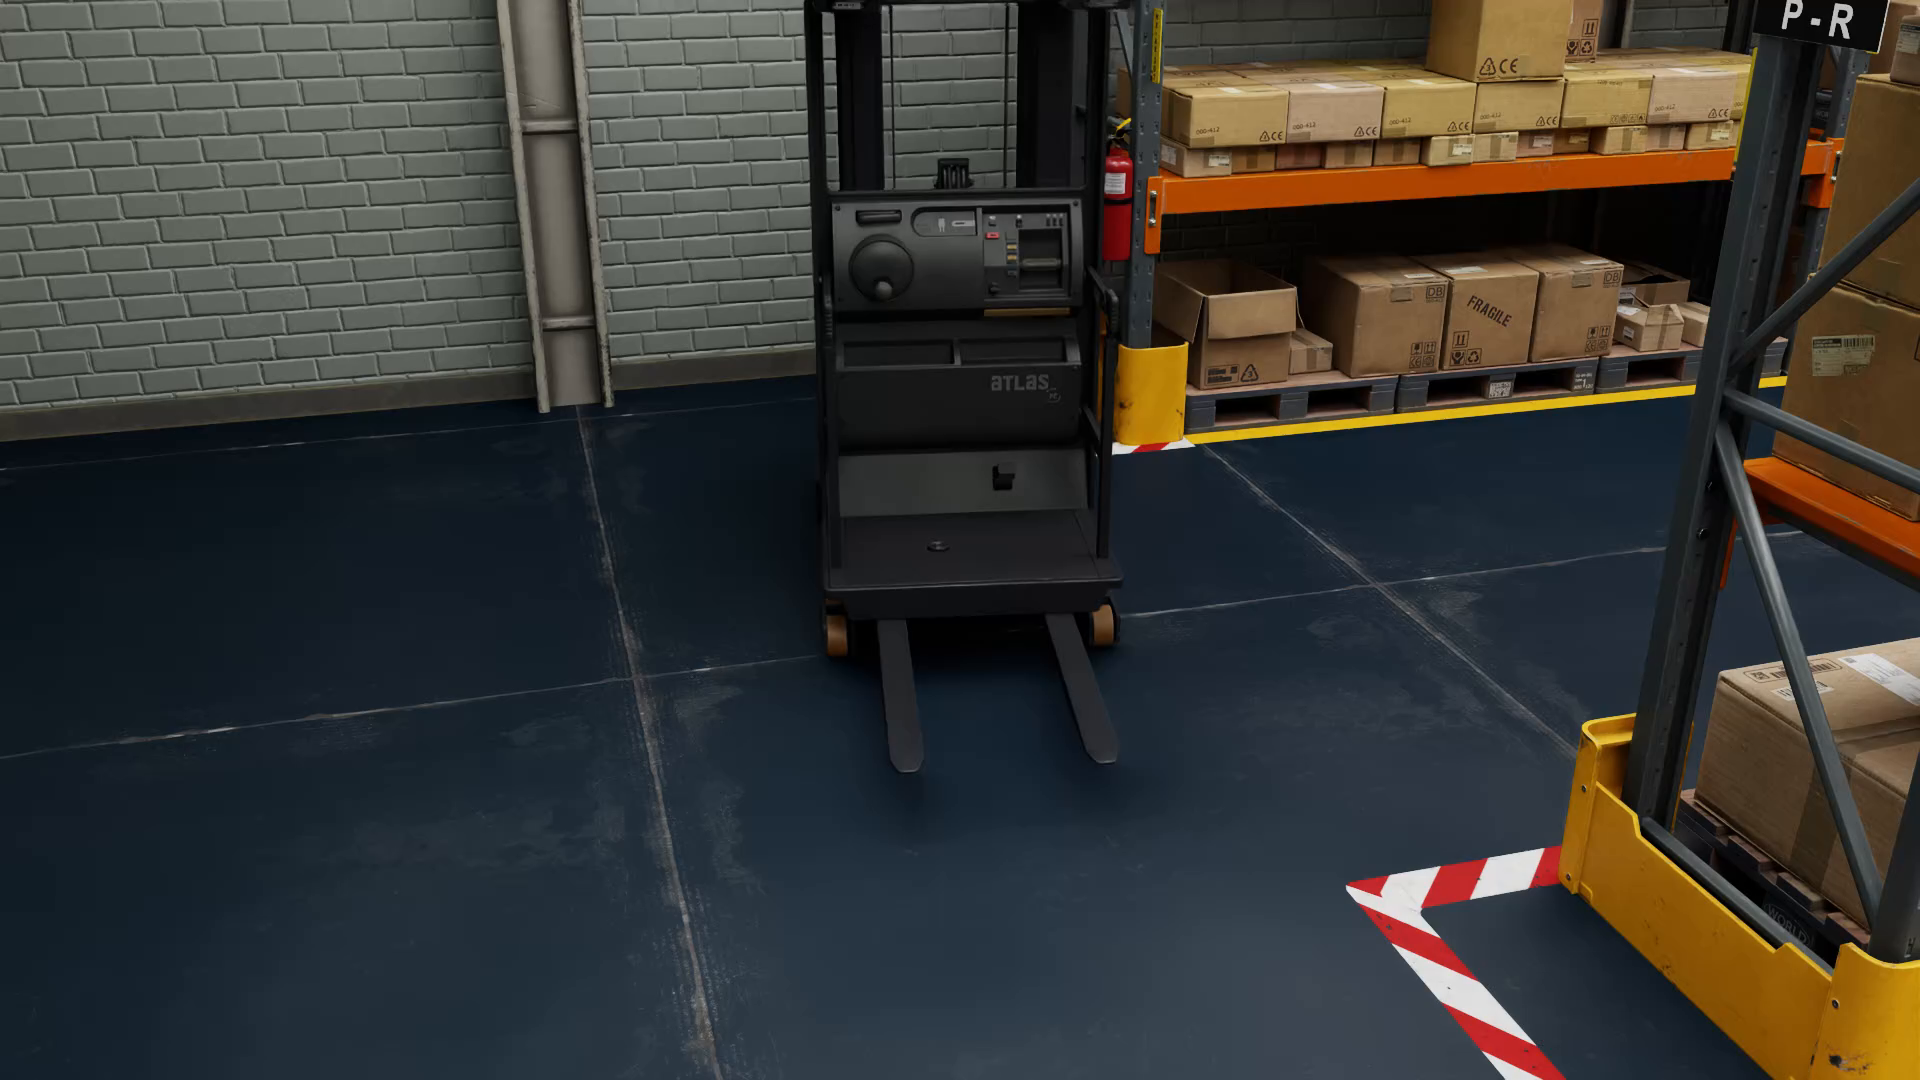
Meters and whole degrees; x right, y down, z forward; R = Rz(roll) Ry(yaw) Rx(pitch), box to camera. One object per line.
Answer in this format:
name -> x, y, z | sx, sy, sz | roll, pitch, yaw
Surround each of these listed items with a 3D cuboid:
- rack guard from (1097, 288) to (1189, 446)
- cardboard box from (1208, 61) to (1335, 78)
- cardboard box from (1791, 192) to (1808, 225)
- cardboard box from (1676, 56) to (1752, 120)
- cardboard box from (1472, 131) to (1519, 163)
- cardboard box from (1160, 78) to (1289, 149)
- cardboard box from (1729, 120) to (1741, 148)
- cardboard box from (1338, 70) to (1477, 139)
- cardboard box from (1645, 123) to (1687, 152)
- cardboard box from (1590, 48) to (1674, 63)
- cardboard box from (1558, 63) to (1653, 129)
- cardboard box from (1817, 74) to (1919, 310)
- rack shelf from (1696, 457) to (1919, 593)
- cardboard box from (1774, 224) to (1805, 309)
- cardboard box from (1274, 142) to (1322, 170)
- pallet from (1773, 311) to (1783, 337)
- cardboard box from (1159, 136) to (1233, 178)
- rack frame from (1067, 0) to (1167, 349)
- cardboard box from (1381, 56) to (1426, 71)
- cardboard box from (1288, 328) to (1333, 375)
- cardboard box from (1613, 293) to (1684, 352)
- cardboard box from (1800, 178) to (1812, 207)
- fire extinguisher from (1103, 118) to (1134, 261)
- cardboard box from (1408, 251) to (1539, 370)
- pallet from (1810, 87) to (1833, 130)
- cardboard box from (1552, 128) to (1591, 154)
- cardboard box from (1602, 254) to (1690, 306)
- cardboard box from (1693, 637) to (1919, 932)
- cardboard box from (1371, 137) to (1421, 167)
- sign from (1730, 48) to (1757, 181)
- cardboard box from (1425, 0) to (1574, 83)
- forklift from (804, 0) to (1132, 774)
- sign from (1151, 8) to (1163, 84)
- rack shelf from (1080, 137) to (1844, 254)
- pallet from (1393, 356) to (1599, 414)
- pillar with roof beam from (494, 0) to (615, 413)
rack guard -> 0.828, -0.937, 8.799 | 0.348, 0.500, 1.175 | -6, 24, -14
cardboard box -> 1.623, -2.349, 8.734 | 0.500, 0.250, 0.500 | -6, 24, -14
cardboard box -> 4.882, -1.994, 9.908 | 0.250, 0.149, 0.380 | -7, 24, -16
cardboard box -> 4.182, -2.424, 8.909 | 0.500, 0.250, 0.500 | -6, 24, -13
cardboard box -> 2.647, -2.047, 8.534 | 0.250, 0.149, 0.380 | -6, 24, -13
cardboard box -> 1.264, -2.091, 8.132 | 0.500, 0.250, 0.500 | -6, 24, -14
cardboard box -> 4.122, -2.222, 8.943 | 0.250, 0.149, 0.380 | -6, 24, -13
cardboard box -> 2.237, -2.200, 8.386 | 0.500, 0.250, 0.500 | -7, 24, -15
cardboard box -> 3.619, -2.167, 8.816 | 0.250, 0.149, 0.380 | -6, 24, -13
cardboard box -> 3.575, -2.565, 9.236 | 0.500, 0.250, 0.500 | -7, 24, -15
cardboard box -> 3.219, -2.317, 8.659 | 0.500, 0.250, 0.500 | -6, 24, -15
cardboard box -> 2.499, -0.840, 4.009 | 0.500, 0.500, 0.500 | -6, 24, -13
rack shelf -> 4.025, -0.075, 4.534 | 4.000, 0.370, 1.077 | -6, 24, -14
cardboard box -> 4.999, -1.712, 10.073 | 0.500, 0.500, 0.500 | -6, 24, -15
cardboard box -> 1.621, -1.978, 8.375 | 0.250, 0.149, 0.380 | -7, 24, -15
pallet -> 5.379, -1.323, 10.065 | 1.213, 0.211, 1.003 | -6, 24, -14
cardboard box -> 1.145, -1.893, 8.175 | 0.250, 0.149, 0.380 | -6, 24, -15
rack frame -> 0.755, -2.077, 8.287 | 0.127, 3.000, 1.000 | -6, 24, -14
cardboard box -> 2.604, -2.456, 8.982 | 0.500, 0.250, 0.500 | -6, 24, -14
cardboard box -> 1.789, -1.020, 8.905 | 0.250, 0.149, 0.380 | -7, 24, -16
cardboard box -> 3.805, -1.231, 9.249 | 0.258, 0.266, 0.396 | -5, 24, -12
cardboard box -> 5.007, -1.942, 9.411 | 0.250, 0.149, 0.380 | -7, 24, -15
fire extinguisher -> 0.738, -1.679, 7.930 | 0.183, 0.674, 0.296 | -6, 24, -14
cardboard box -> 2.739, -1.245, 8.985 | 0.500, 0.500, 0.500 | -6, 24, -13
pallet -> 5.405, -2.459, 9.419 | 1.213, 0.211, 1.003 | -6, 24, -14
cardboard box -> 3.102, -2.145, 8.762 | 0.250, 0.149, 0.380 | -6, 24, -14
cardboard box -> 3.906, -1.480, 9.772 | 0.500, 0.311, 0.500 | -5, 24, -12
cardboard box -> 2.708, 0.683, 4.571 | 0.875, 0.438, 0.875 | -7, 24, -16
cardboard box -> 2.135, -2.012, 8.455 | 0.250, 0.149, 0.380 | -6, 24, -14
sign -> 1.966, -1.041, 4.104 | 0.005, 0.325, 0.100 | -6, 24, -14
cardboard box -> 2.708, -2.595, 8.357 | 0.500, 0.500, 0.500 | -6, 24, -13
forklift -> 0.014, -1.044, 5.966 | 1.130, 2.935, 3.031 | -2, 23, -5
sign -> 0.901, -2.269, 7.636 | 0.005, 0.325, 0.100 | -6, 24, -14
rack shelf -> 2.680, -1.960, 8.925 | 4.000, 0.370, 1.077 | -6, 24, -14
pallet -> 2.768, -1.017, 9.354 | 1.213, 0.211, 1.003 | -6, 24, -14
pillar with roof beam -> -0.922, -3.255, 3.423 | 0.400, 9.000, 9.100 | -6, 24, -14
